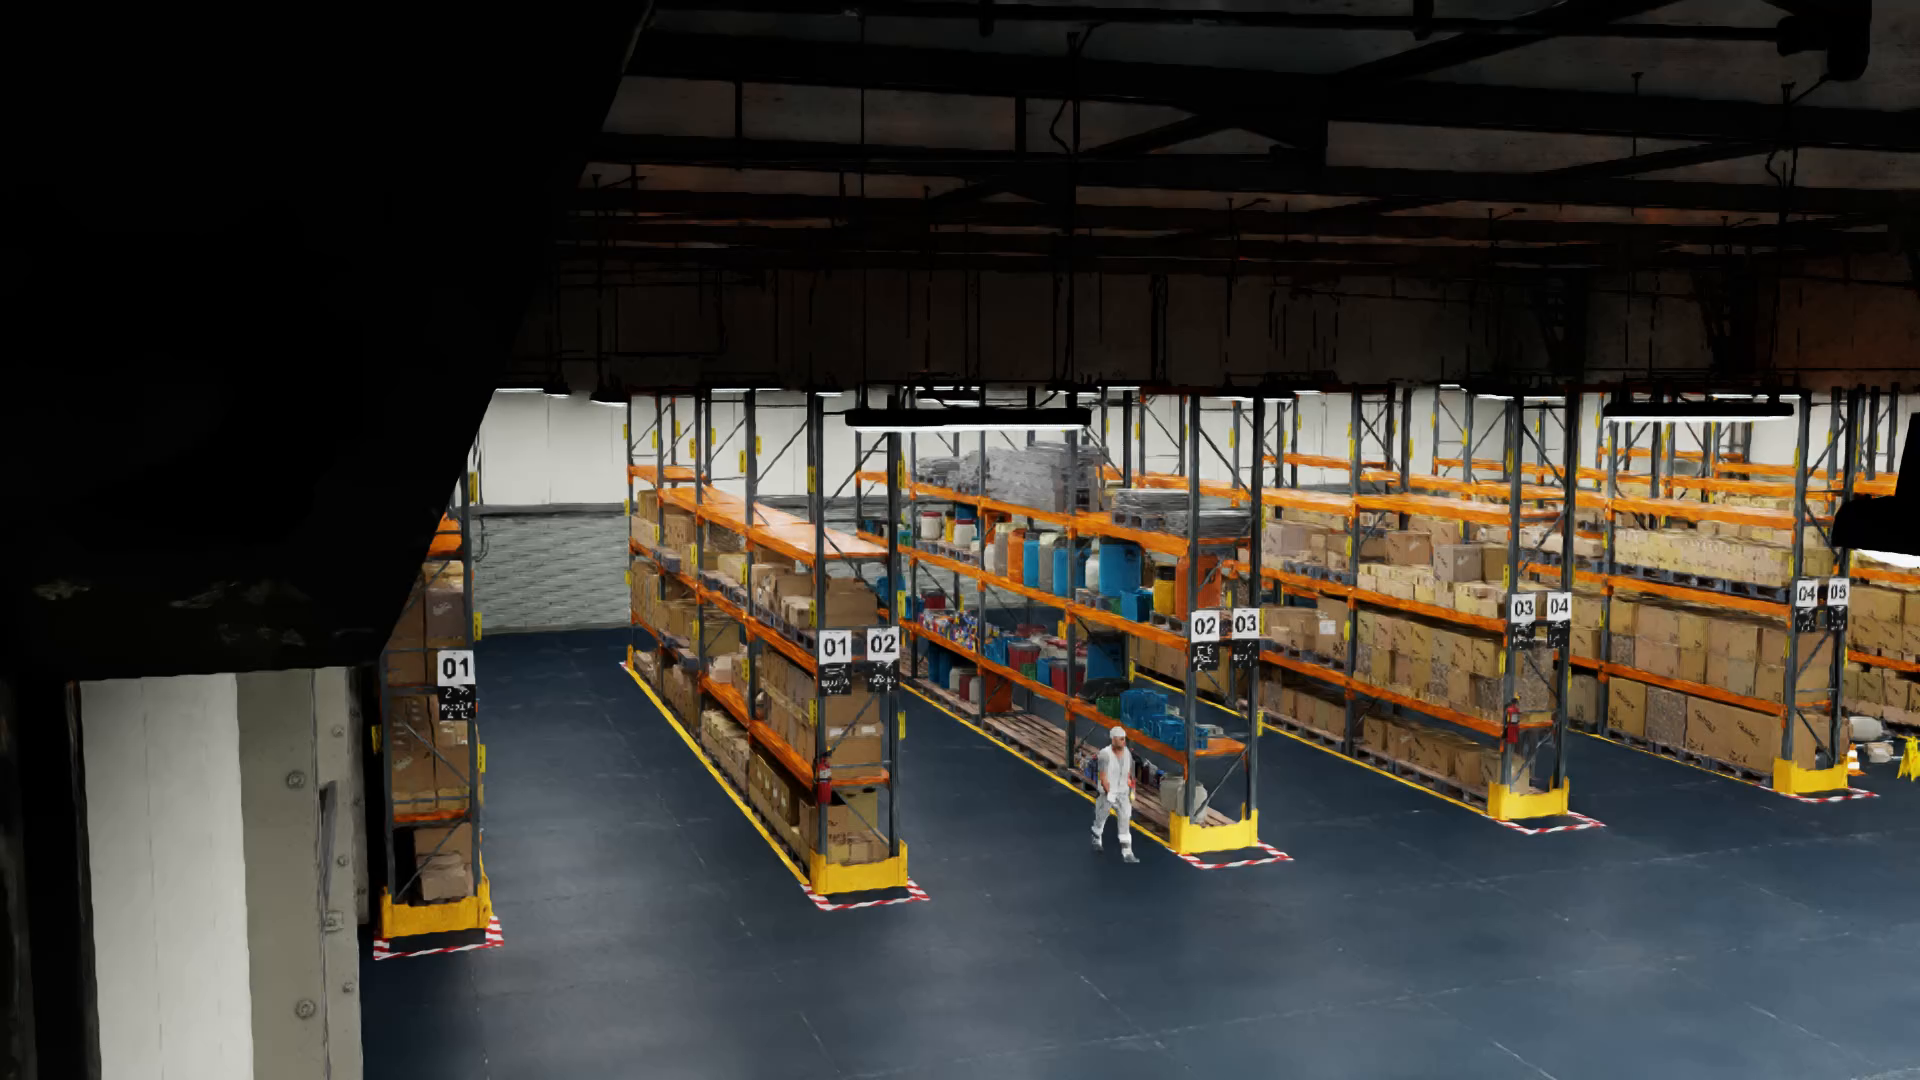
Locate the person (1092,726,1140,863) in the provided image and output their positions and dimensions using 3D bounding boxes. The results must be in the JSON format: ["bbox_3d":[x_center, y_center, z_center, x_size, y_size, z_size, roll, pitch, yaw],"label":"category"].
[{"bbox_3d":[2.019,3.240,21.394,0.538,1.719,1.037,-2,6,-22],"label":"person"}]

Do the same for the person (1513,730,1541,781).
[{"bbox_3d":[8.769,2.878,25.718,0.523,1.722,0.356,6,8,45],"label":"person"}]
